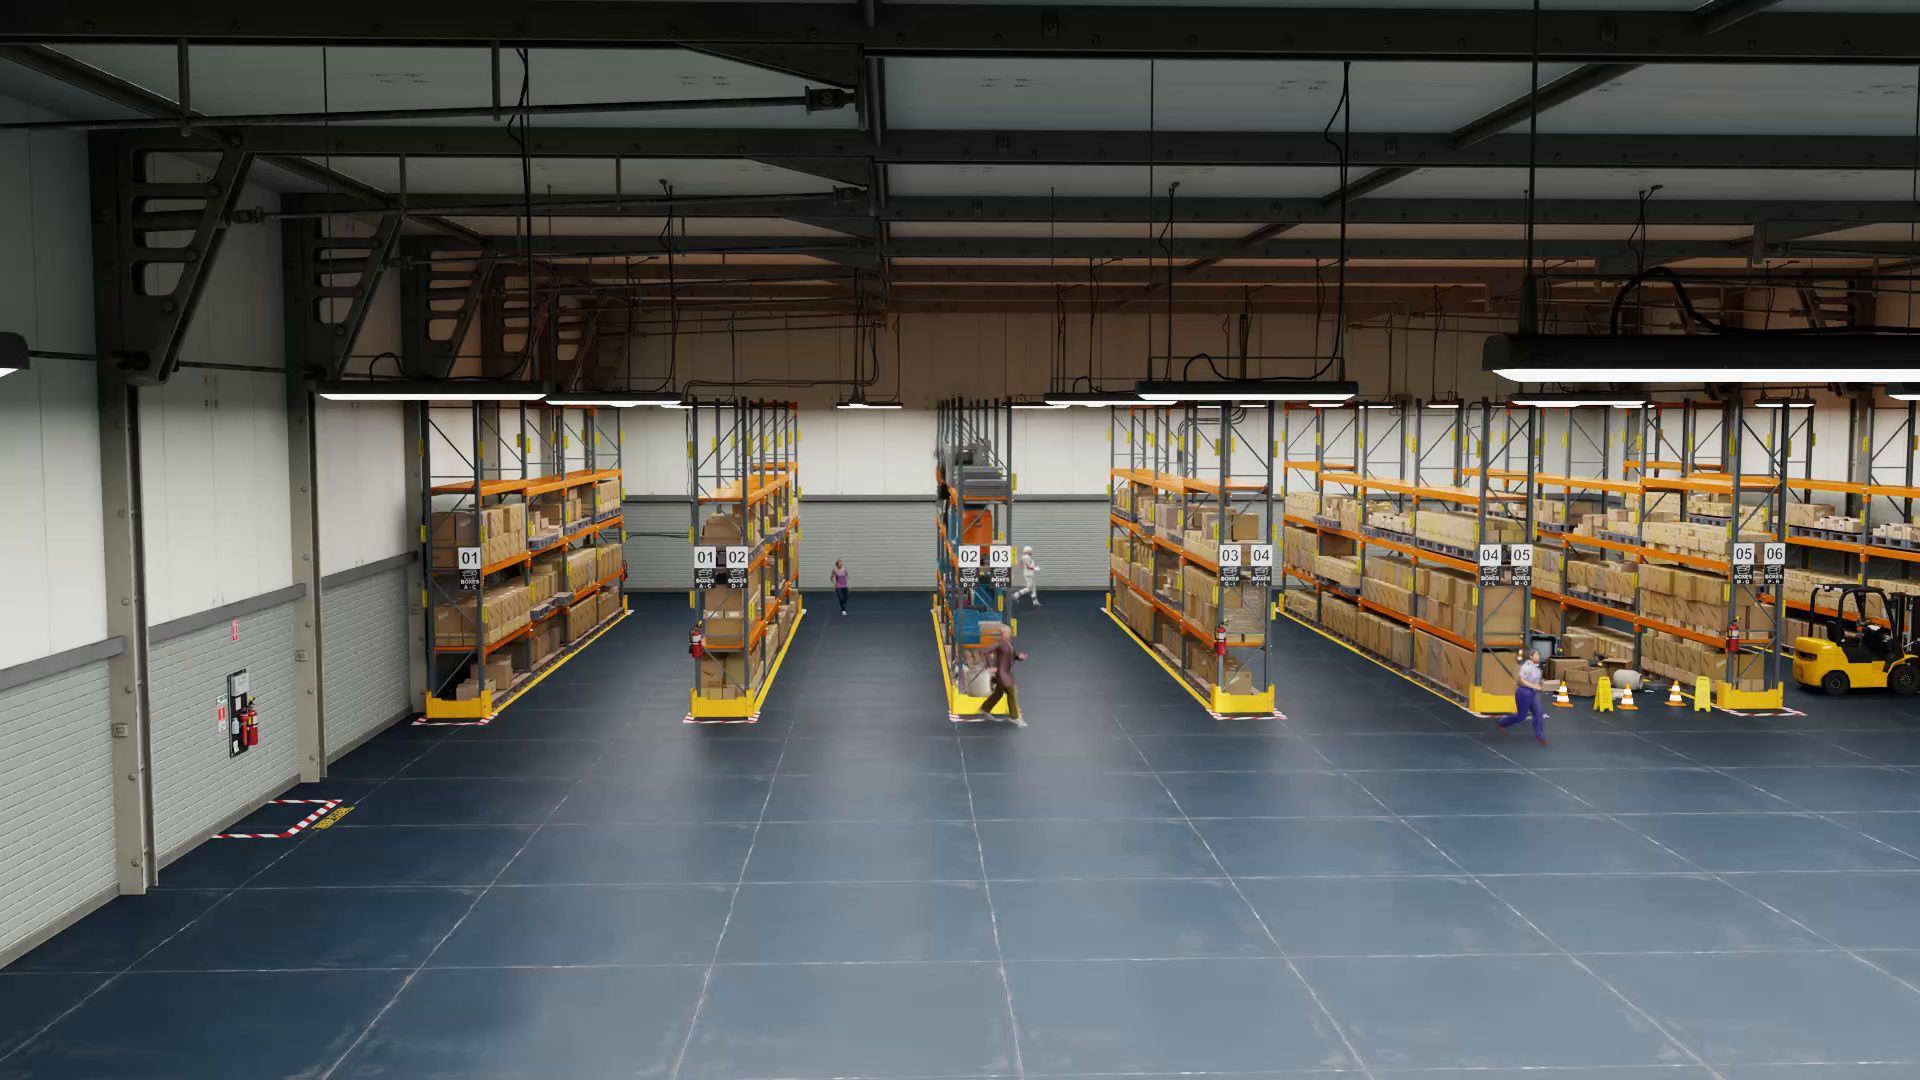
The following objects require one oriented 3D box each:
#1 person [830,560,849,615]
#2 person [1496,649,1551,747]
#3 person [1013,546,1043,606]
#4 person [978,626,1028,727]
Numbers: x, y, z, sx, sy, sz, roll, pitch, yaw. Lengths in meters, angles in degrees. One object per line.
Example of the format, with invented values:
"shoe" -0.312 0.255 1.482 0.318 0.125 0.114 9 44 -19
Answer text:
"person" -3.387 1.334 46.921 0.566 1.555 0.500 -2 5 -19
"person" 9.772 2.695 28.730 0.967 1.651 0.628 4 6 39
"person" 1.990 1.066 48.711 0.948 1.775 0.655 -1 4 -8
"person" 0.781 2.469 30.302 1.008 1.810 0.681 2 5 21
